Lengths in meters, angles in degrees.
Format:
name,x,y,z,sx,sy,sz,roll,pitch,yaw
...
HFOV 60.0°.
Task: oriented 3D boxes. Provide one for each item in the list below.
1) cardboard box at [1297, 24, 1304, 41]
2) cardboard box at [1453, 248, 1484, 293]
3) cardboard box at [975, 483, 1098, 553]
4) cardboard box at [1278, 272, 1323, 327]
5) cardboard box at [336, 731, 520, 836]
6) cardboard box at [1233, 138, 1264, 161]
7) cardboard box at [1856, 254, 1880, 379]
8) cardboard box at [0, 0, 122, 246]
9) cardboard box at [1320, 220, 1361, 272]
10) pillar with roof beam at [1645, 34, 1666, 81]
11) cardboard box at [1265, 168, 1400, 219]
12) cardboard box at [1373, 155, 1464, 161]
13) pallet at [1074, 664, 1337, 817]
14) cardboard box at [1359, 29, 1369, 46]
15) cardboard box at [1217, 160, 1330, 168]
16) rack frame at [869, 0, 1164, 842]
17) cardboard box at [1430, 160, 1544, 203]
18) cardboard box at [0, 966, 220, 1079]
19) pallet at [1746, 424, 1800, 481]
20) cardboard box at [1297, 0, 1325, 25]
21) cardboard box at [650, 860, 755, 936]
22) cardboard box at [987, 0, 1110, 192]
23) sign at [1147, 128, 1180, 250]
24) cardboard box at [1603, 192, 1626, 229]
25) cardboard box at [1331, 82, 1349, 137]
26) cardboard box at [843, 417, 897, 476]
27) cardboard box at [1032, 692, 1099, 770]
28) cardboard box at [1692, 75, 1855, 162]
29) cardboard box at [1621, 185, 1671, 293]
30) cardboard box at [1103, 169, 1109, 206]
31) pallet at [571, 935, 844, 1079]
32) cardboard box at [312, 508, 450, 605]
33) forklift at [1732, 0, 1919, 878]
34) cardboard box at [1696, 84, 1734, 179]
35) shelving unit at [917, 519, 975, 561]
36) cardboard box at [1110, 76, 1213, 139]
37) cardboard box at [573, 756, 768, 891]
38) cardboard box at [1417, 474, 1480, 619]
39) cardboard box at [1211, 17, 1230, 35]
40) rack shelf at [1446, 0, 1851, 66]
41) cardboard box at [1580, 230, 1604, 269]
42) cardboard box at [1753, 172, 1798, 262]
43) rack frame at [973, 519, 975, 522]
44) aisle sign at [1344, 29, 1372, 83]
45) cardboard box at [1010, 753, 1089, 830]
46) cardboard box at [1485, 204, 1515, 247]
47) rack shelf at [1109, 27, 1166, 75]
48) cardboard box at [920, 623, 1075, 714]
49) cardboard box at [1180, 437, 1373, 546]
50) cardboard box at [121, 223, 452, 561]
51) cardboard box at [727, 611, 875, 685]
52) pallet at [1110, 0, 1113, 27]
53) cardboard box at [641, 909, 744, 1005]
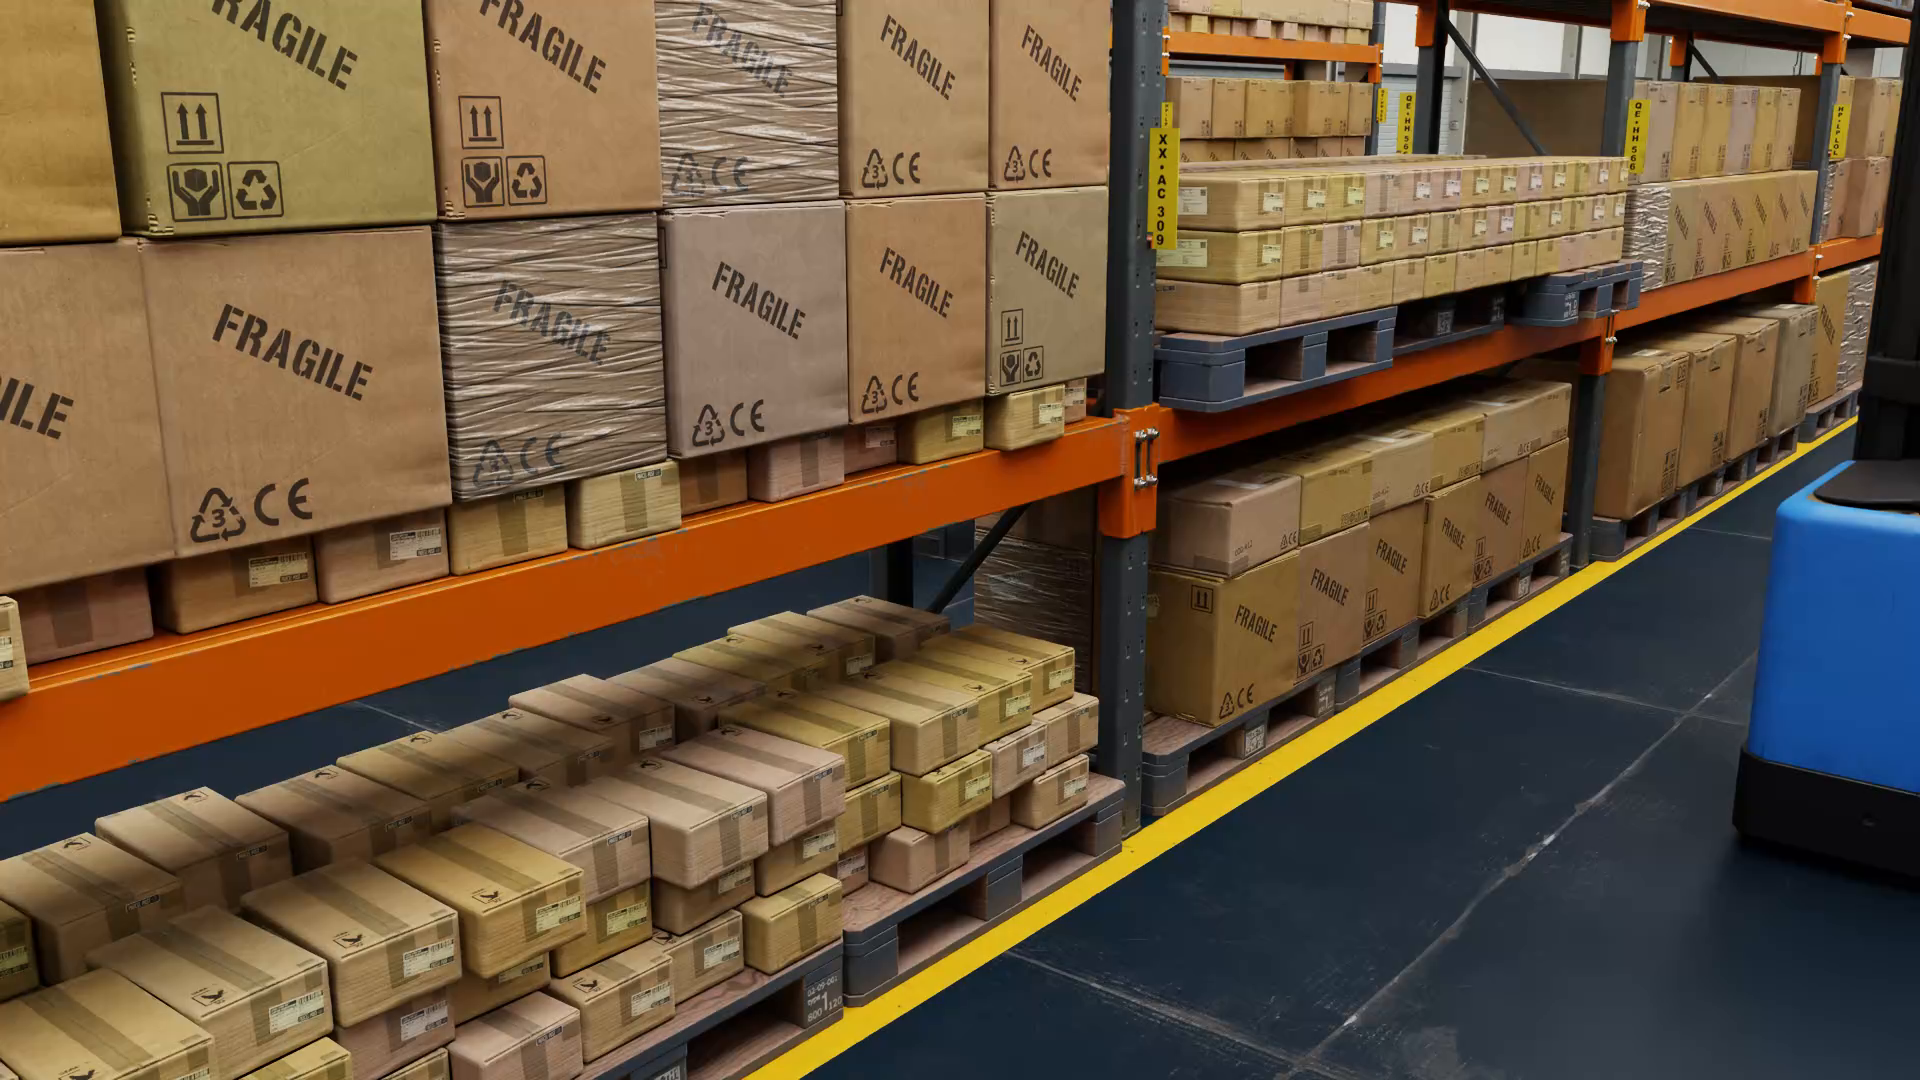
name,x,y,z,sx,sy,sz,roll,pitch,yaw
cardboard box,2.923,-4.650,15.253,0.380,0.149,0.250,11,18,36
cardboard box,1.710,-1.010,6.165,0.380,0.149,0.250,10,17,35
cardboard box,0.399,-0.163,5.873,0.500,0.250,0.500,11,18,36
cardboard box,0.903,-0.766,5.202,0.380,0.149,0.250,12,18,38
cardboard box,-1.252,0.593,3.924,0.380,0.149,0.250,11,18,38
cardboard box,2.358,-3.332,14.840,0.500,0.500,0.500,11,18,37
cardboard box,6.743,-1.789,13.034,0.875,0.875,0.875,11,18,37
cardboard box,-1.586,-0.679,2.367,0.500,0.500,0.500,12,19,39
cardboard box,1.056,-0.955,5.344,0.380,0.149,0.250,12,18,39
pillar with roof beam,20.958,-12.431,39.279,9.100,9.000,0.400,11,18,38
cardboard box,1.225,-1.150,5.509,0.380,0.149,0.250,11,18,37
cardboard box,2.034,-1.651,7.480,0.380,0.149,0.250,11,18,36
pallet,0.616,0.577,5.925,1.003,0.211,1.213,11,18,38
cardboard box,3.749,-4.891,16.201,0.380,0.149,0.250,11,18,38
cardboard box,1.216,-1.404,6.507,0.380,0.149,0.250,11,18,37
rack frame,0.128,-0.626,4.994,1.000,3.000,0.127,11,18,38
cardboard box,2.045,-1.402,6.499,0.380,0.149,0.250,11,18,38
cardboard box,-1.455,0.883,2.785,0.380,0.149,0.250,11,18,37
pallet,4.729,-0.647,10.740,1.003,0.211,1.213,11,18,38
cardboard box,3.005,-4.860,15.269,0.500,0.250,0.500,12,18,39
cardboard box,-0.701,0.759,3.878,0.380,0.149,0.250,10,17,35
cardboard box,0.043,-1.171,4.302,0.500,0.500,0.500,10,18,36
sign,0.554,-0.963,4.562,0.100,0.325,0.005,11,18,38
cardboard box,2.685,-1.453,7.302,0.380,0.149,0.250,12,18,39
cardboard box,3.281,-4.120,15.912,0.700,0.500,0.500,11,18,38
cardboard box,-0.377,-0.266,4.088,0.380,0.149,0.250,11,18,36
cardboard box,0.177,0.518,4.825,0.380,0.149,0.250,12,18,39
cardboard box,5.414,-2.819,11.130,0.875,0.550,0.550,11,18,38
cardboard box,3.134,-1.484,8.171,0.500,0.500,0.500,12,18,38
cardboard box,0.396,-1.154,5.524,0.380,0.149,0.250,11,18,36
pallet,-1.033,1.095,3.885,1.003,0.211,1.213,11,18,38
cardboard box,-1.166,-0.009,3.078,0.380,0.149,0.250,11,18,36
forklift,3.634,-0.697,5.413,1.130,2.935,3.031,11,18,38
cardboard box,3.890,-2.303,9.362,0.700,0.500,0.500,11,18,37
shelving unit,0.004,-0.728,8.443,0.431,1.500,0.755,11,18,38
cardboard box,1.687,-3.632,13.991,0.700,0.500,0.500,11,18,37
cardboard box,-0.656,0.634,3.765,0.380,0.149,0.250,10,18,36
cardboard box,1.782,-0.015,6.812,0.500,0.500,0.500,10,18,35
cardboard box,2.095,-4.406,14.293,0.380,0.149,0.250,12,19,39
rack shelf,3.899,-2.880,9.236,1.077,0.370,4.000,11,18,38
cardboard box,2.532,-1.261,7.150,0.380,0.149,0.250,11,18,37
cardboard box,4.718,-1.968,10.075,0.500,0.500,0.500,11,18,37
rack frame,0.234,-0.798,8.719,0.400,1.500,0.023,11,18,38
aisle sign,4.021,-4.897,16.529,0.394,0.787,0.004,11,18,38
cardboard box,0.146,0.680,4.790,0.380,0.149,0.250,12,18,38
cardboard box,1.876,-1.205,6.328,0.380,0.149,0.250,12,18,39
rack shelf,-0.015,-3.627,12.175,1.077,0.370,4.000,11,18,38
cardboard box,0.106,0.373,4.793,0.380,0.149,0.250,12,18,39
cardboard box,1.130,-0.184,5.956,0.500,0.250,0.500,12,18,39
cardboard box,-1.255,-0.294,2.880,0.500,0.500,0.500,12,18,38
cardboard box,-0.469,0.342,4.915,0.380,0.149,0.250,12,19,40
pallet,0.771,-4.165,13.217,1.213,0.211,1.003,11,18,38
cardboard box,-0.721,0.918,3.854,0.380,0.149,0.250,12,18,39
